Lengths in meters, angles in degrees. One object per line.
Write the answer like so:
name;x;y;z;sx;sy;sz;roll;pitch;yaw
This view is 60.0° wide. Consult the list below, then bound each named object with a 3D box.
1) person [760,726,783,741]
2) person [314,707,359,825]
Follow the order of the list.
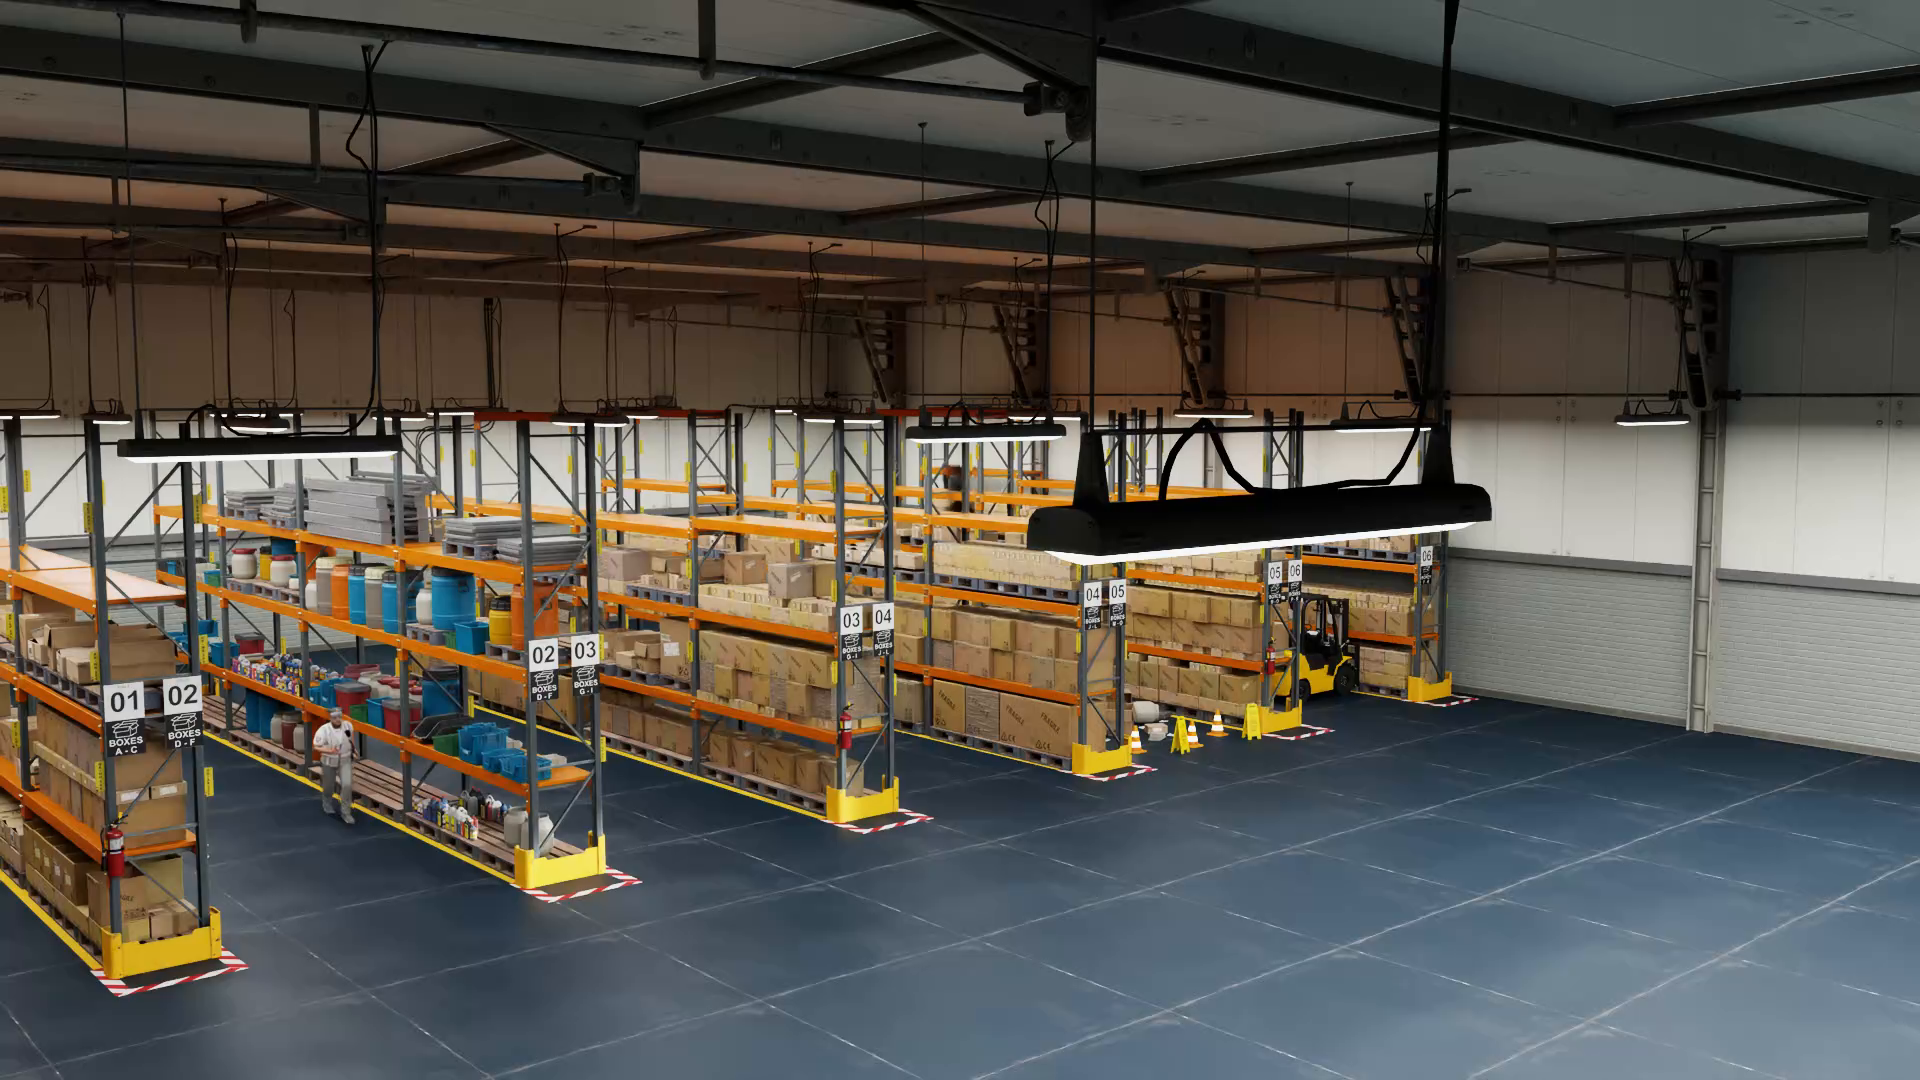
person;-3.255;2.854;30.091;0.794;1.716;0.703;0;5;-3
person;-9.267;3.302;24.692;0.667;1.750;0.999;-3;6;-31
